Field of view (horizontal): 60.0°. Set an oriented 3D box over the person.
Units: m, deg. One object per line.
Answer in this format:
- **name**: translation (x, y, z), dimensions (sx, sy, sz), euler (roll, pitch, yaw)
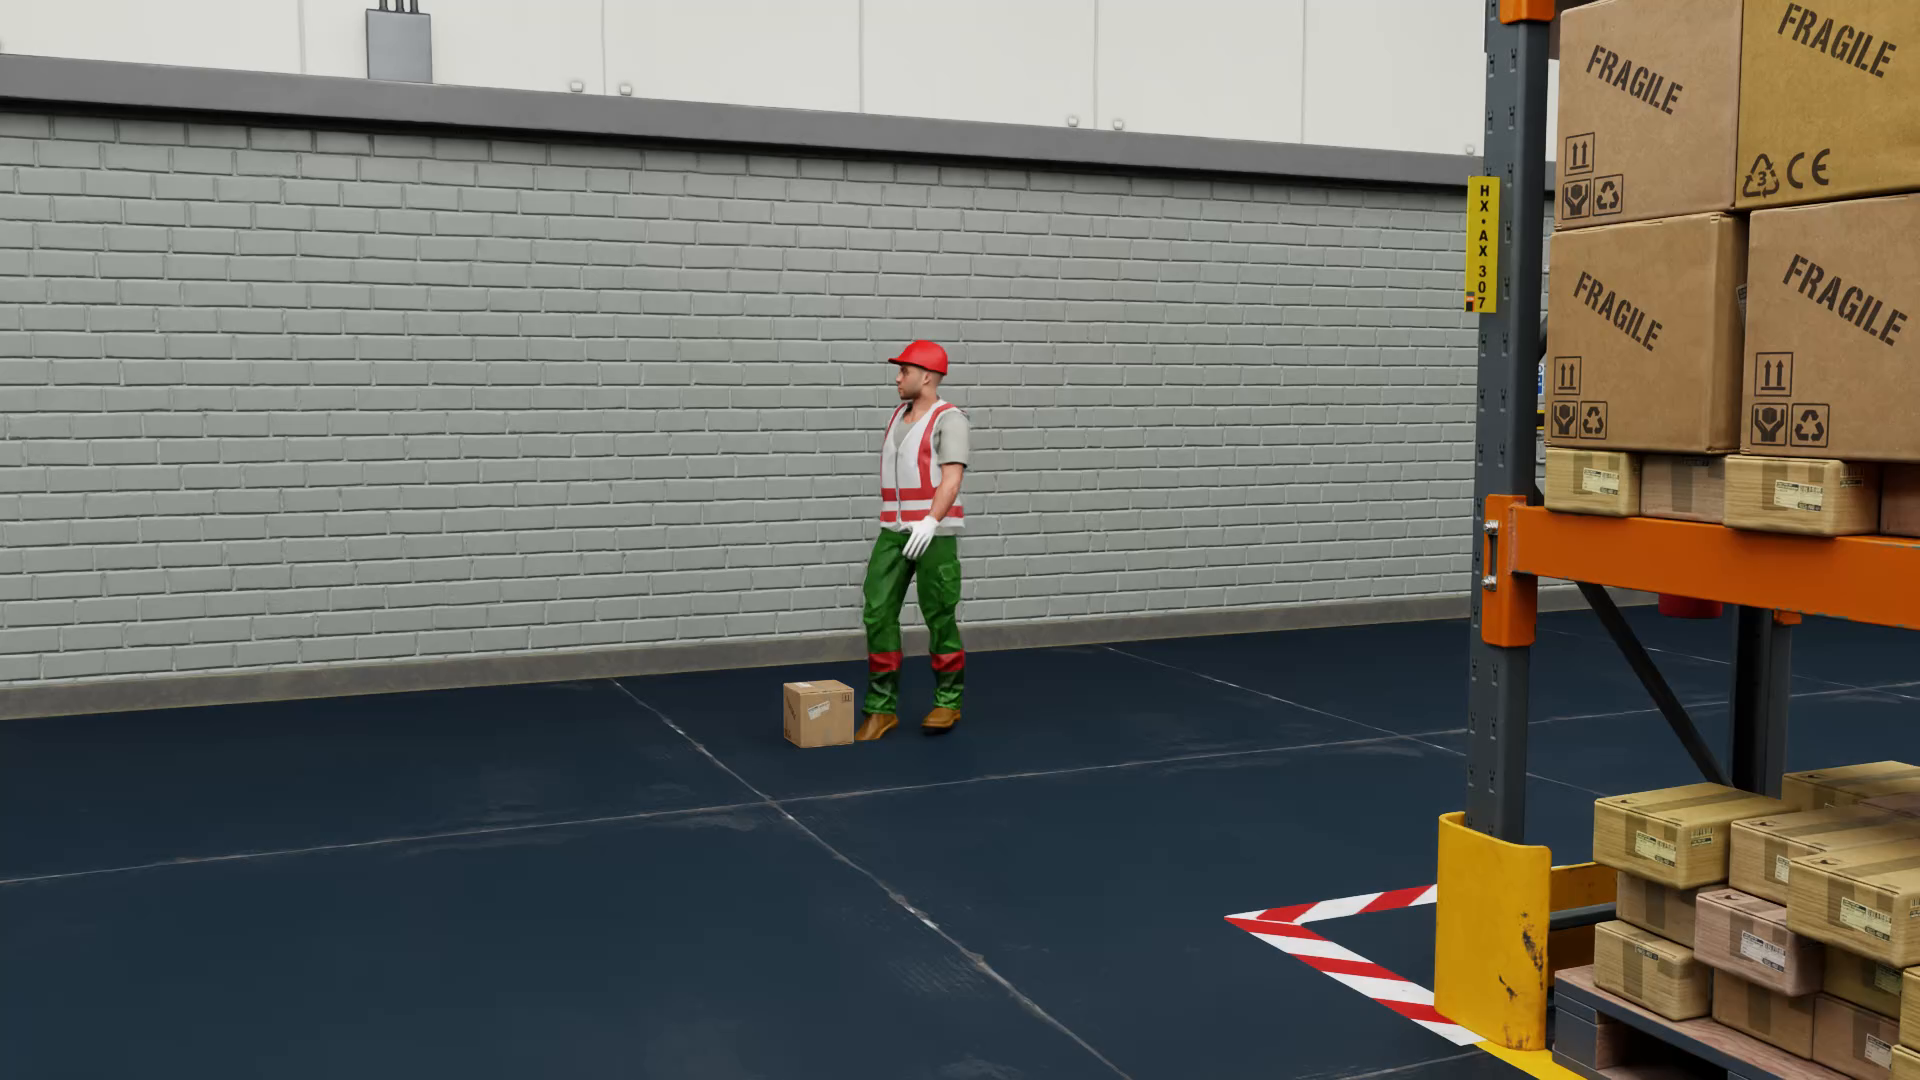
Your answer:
- **person**: translation (-0.236, 0.023, 7.561), dimensions (0.560, 1.857, 0.608), euler (4, 7, 39)
